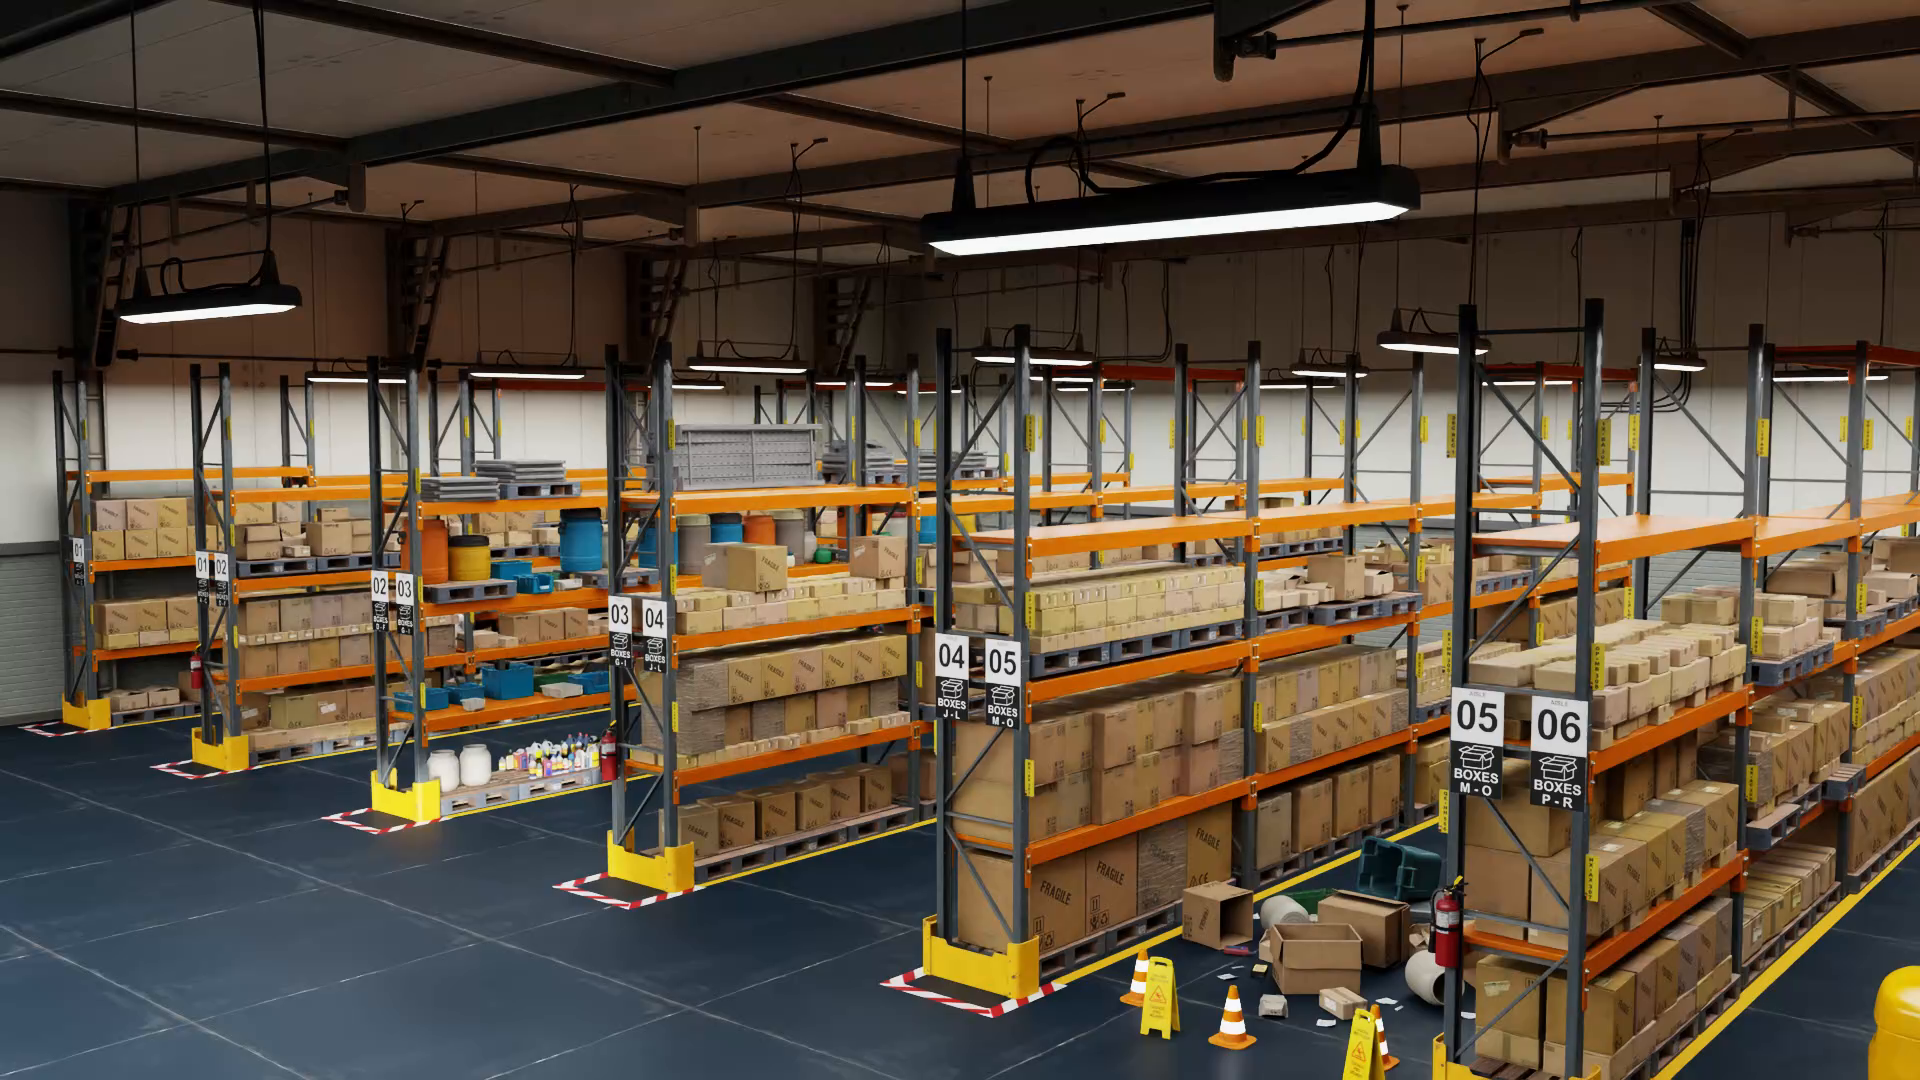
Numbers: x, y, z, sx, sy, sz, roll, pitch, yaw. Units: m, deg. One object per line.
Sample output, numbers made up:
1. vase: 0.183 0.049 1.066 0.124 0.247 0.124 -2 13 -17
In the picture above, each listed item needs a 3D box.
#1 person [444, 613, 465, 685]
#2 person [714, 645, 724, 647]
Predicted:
1. person: -9.599 2.009 31.550 0.575 1.773 0.807 1 4 15
2. person: -4.344 1.958 29.756 0.644 1.771 0.531 2 4 23
